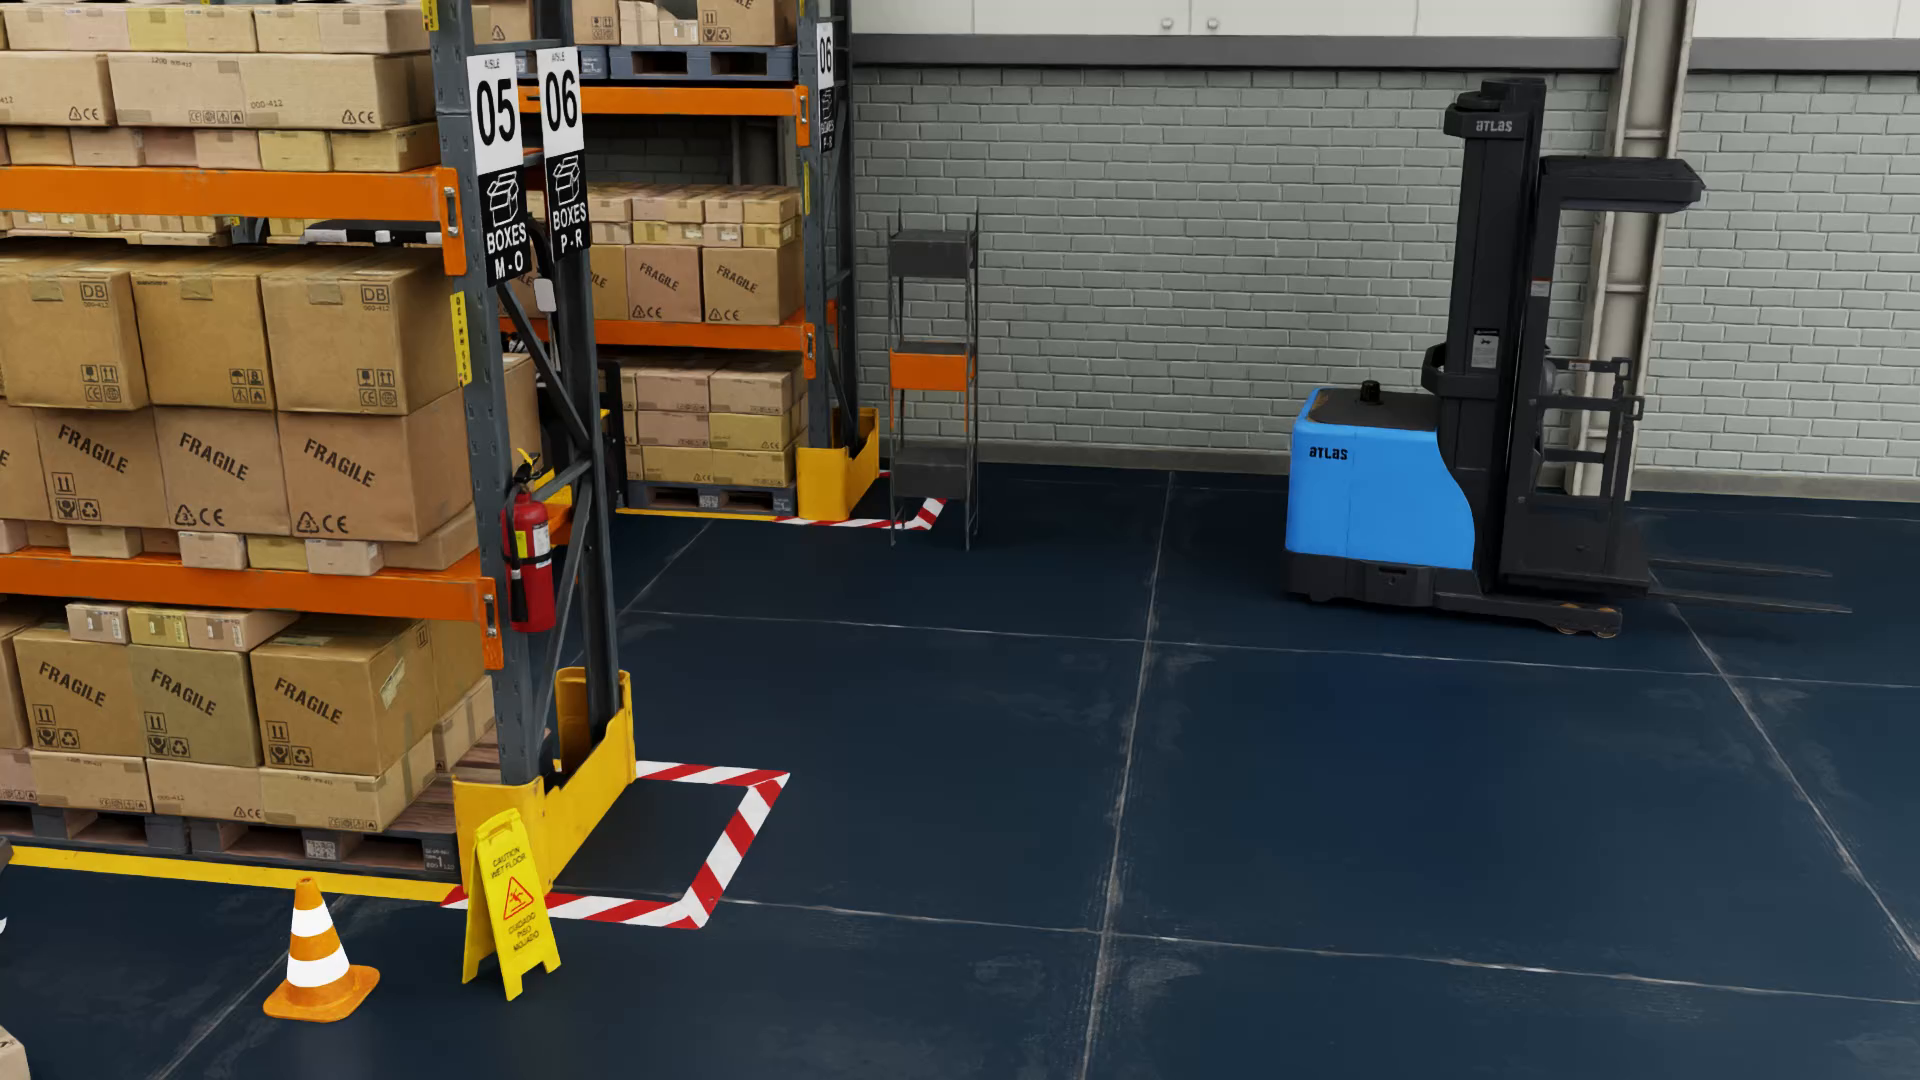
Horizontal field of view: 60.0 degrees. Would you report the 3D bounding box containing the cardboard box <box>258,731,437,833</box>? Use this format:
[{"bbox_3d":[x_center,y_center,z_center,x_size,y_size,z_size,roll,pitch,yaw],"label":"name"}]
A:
[{"bbox_3d":[-2.517,0.965,6.864,0.500,0.250,0.500,3,19,8],"label":"cardboard box"}]

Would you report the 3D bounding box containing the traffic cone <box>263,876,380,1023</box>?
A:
[{"bbox_3d":[-2.282,1.403,5.880,0.334,0.463,0.336,3,19,9],"label":"traffic cone"}]

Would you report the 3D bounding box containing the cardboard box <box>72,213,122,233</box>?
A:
[{"bbox_3d":[-5.962,-2.249,11.619,0.250,0.149,0.380,2,19,7],"label":"cardboard box"}]

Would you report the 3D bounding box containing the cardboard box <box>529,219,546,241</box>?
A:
[{"bbox_3d":[-2.758,-2.120,11.232,0.250,0.149,0.380,3,19,8],"label":"cardboard box"}]

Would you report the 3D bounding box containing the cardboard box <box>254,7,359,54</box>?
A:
[{"bbox_3d":[-2.282,-1.813,5.908,0.250,0.149,0.380,3,19,10],"label":"cardboard box"}]

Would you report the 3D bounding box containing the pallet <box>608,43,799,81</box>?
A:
[{"bbox_3d":[-1.563,-3.162,10.938,1.213,0.211,1.003,3,19,9],"label":"pallet"}]

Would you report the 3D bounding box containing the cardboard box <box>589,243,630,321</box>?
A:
[{"bbox_3d":[-2.413,-1.782,11.245,0.500,0.500,0.500,3,19,8],"label":"cardboard box"}]

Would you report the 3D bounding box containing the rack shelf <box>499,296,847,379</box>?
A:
[{"bbox_3d":[-2.844,-1.497,11.684,4.000,0.370,1.077,3,19,9],"label":"rack shelf"}]

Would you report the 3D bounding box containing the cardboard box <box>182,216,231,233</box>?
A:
[{"bbox_3d":[-5.191,-2.242,11.595,0.250,0.149,0.380,4,19,11],"label":"cardboard box"}]

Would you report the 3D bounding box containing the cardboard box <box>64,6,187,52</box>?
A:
[{"bbox_3d":[-3.019,-1.864,6.059,0.250,0.149,0.380,3,19,9],"label":"cardboard box"}]

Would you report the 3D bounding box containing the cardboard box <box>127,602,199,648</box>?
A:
[{"bbox_3d":[-3.106,0.289,6.678,0.250,0.149,0.380,3,19,10],"label":"cardboard box"}]

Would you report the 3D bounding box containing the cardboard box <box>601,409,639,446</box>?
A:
[{"bbox_3d":[-2.406,-0.845,11.483,0.500,0.250,0.500,2,19,7],"label":"cardboard box"}]

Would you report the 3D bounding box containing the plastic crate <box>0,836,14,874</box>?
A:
[{"bbox_3d":[-4.182,1.337,6.682,0.583,0.080,0.402,-3,19,-10],"label":"plastic crate"}]

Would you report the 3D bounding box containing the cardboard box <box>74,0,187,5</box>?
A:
[{"bbox_3d":[-5.572,-3.526,11.207,0.500,0.311,0.500,2,19,7],"label":"cardboard box"}]

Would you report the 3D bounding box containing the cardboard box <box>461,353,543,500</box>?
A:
[{"bbox_3d":[-2.076,-0.482,6.889,0.500,0.500,0.500,3,19,8],"label":"cardboard box"}]

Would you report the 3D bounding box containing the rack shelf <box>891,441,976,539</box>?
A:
[{"bbox_3d":[-0.163,-0.327,10.721,0.480,0.518,0.431,3,19,9],"label":"rack shelf"}]

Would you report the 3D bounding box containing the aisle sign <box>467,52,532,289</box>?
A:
[{"bbox_3d":[-1.637,-1.321,5.928,0.004,0.787,0.394,3,19,9],"label":"aisle sign"}]

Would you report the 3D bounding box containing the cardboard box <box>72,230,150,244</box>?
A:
[{"bbox_3d":[-5.853,-2.073,11.720,0.500,0.250,0.500,2,19,7],"label":"cardboard box"}]

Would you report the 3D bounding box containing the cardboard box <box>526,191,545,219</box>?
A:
[{"bbox_3d":[-2.771,-2.261,11.185,0.250,0.149,0.380,3,19,9],"label":"cardboard box"}]

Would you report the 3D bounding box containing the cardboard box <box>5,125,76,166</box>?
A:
[{"bbox_3d":[-3.309,-1.489,6.195,0.250,0.149,0.380,2,19,7],"label":"cardboard box"}]

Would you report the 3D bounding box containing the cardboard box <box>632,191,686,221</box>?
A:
[{"bbox_3d":[-2.001,-2.229,11.089,0.250,0.149,0.380,3,19,9],"label":"cardboard box"}]

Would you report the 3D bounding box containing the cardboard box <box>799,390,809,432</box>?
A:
[{"bbox_3d":[-1.300,-0.959,11.825,0.500,0.250,0.500,3,19,10],"label":"cardboard box"}]

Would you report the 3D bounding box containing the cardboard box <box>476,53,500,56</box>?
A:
[{"bbox_3d":[-2.107,-1.784,6.447,0.500,0.250,0.500,3,19,8],"label":"cardboard box"}]

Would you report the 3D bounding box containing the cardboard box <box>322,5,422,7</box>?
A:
[{"bbox_3d":[-2.222,-1.953,6.326,0.250,0.149,0.380,3,19,8],"label":"cardboard box"}]

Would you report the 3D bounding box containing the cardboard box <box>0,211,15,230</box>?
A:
[{"bbox_3d":[-6.731,-2.286,11.727,0.250,0.149,0.380,2,19,7],"label":"cardboard box"}]

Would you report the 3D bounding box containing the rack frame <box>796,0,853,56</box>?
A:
[{"bbox_3d":[-0.869,-4.583,10.317,0.127,3.000,1.000,3,19,9],"label":"rack frame"}]

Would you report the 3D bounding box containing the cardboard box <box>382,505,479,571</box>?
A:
[{"bbox_3d":[-2.056,-0.015,6.517,0.250,0.149,0.380,4,19,10],"label":"cardboard box"}]

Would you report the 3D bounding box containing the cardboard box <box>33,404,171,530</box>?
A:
[{"bbox_3d":[-3.219,-0.365,6.540,0.500,0.500,0.500,3,19,8],"label":"cardboard box"}]

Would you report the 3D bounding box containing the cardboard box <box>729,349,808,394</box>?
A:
[{"bbox_3d":[-1.313,-1.191,11.730,0.500,0.250,0.500,3,19,8],"label":"cardboard box"}]

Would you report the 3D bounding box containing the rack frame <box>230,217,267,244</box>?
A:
[{"bbox_3d":[-4.818,-1.939,11.871,0.127,3.000,1.000,3,19,9],"label":"rack frame"}]

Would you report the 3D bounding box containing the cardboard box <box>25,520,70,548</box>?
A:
[{"bbox_3d":[-3.562,-0.098,6.765,0.250,0.149,0.380,3,19,9],"label":"cardboard box"}]

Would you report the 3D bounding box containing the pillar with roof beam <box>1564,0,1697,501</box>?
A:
[{"bbox_3d":[3.828,-3.249,6.332,0.400,9.000,9.100,3,19,9],"label":"pillar with roof beam"}]

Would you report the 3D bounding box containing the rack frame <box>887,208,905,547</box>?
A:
[{"bbox_3d":[-0.404,-1.016,10.531,0.015,2.100,0.400,3,19,9],"label":"rack frame"}]

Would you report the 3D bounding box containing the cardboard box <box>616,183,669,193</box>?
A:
[{"bbox_3d":[-2.189,-2.373,11.518,0.250,0.149,0.380,4,19,10],"label":"cardboard box"}]

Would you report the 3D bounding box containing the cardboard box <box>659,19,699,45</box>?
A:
[{"bbox_3d":[-1.735,-3.234,10.591,0.250,0.149,0.380,2,19,7],"label":"cardboard box"}]

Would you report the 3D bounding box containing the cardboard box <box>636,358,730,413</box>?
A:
[{"bbox_3d":[-1.878,-1.056,11.329,0.500,0.250,0.500,3,19,10],"label":"cardboard box"}]

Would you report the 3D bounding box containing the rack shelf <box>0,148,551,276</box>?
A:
[{"bbox_3d":[-3.627,-1.364,6.560,4.000,0.370,1.077,3,19,9],"label":"rack shelf"}]

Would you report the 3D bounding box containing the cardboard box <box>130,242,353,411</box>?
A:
[{"bbox_3d":[-2.690,-0.830,6.355,0.500,0.500,0.700,3,19,9],"label":"cardboard box"}]

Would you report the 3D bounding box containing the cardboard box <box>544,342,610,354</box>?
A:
[{"bbox_3d":[-2.804,-1.271,11.970,0.500,0.250,0.500,3,19,8],"label":"cardboard box"}]

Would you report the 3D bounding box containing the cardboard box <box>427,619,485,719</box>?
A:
[{"bbox_3d":[-2.429,0.439,7.255,0.500,0.500,0.500,2,19,7],"label":"cardboard box"}]

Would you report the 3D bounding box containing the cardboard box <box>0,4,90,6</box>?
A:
[{"bbox_3d":[-3.708,-2.070,6.673,0.250,0.149,0.380,3,19,9],"label":"cardboard box"}]

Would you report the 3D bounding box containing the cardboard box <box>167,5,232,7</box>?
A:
[{"bbox_3d":[-2.955,-2.004,6.476,0.250,0.149,0.380,3,19,8],"label":"cardboard box"}]

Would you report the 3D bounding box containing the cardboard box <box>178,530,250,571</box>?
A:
[{"bbox_3d":[-2.832,-0.016,6.520,0.250,0.149,0.380,3,19,10],"label":"cardboard box"}]

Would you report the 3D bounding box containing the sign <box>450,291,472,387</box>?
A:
[{"bbox_3d":[-1.760,-0.709,5.870,0.005,0.325,0.100,3,19,9],"label":"sign"}]

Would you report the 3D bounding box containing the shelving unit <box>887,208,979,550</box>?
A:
[{"bbox_3d":[-0.163,-1.004,10.495,0.503,2.100,0.431,3,19,9],"label":"shelving unit"}]

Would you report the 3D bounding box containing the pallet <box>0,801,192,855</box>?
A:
[{"bbox_3d":[-3.725,1.022,7.416,1.213,0.211,1.003,3,19,9],"label":"pallet"}]

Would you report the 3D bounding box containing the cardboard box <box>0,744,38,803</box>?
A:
[{"bbox_3d":[-4.009,0.885,7.104,0.500,0.250,0.500,3,19,8],"label":"cardboard box"}]

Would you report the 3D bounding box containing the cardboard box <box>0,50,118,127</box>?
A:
[{"bbox_3d":[-3.210,-1.666,6.097,0.500,0.250,0.500,3,19,10],"label":"cardboard box"}]

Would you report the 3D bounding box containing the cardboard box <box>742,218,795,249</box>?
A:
[{"bbox_3d":[-1.256,-2.022,10.940,0.250,0.149,0.380,3,19,9],"label":"cardboard box"}]

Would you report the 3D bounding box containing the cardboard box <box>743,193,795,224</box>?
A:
[{"bbox_3d":[-1.256,-2.186,10.960,0.250,0.149,0.380,3,19,9],"label":"cardboard box"}]

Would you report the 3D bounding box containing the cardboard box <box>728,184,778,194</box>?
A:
[{"bbox_3d":[-1.419,-2.351,11.452,0.250,0.149,0.380,4,19,11],"label":"cardboard box"}]

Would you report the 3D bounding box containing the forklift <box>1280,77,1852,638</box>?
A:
[{"bbox_3d":[3.456,-1.037,9.283,3.031,2.935,1.130,6,19,17],"label":"forklift"}]

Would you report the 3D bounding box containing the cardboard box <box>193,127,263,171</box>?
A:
[{"bbox_3d":[-2.557,-1.442,6.055,0.250,0.149,0.380,3,19,10],"label":"cardboard box"}]

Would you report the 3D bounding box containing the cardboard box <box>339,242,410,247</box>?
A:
[{"bbox_3d":[-3.905,-1.861,11.481,0.500,0.500,0.500,3,19,10],"label":"cardboard box"}]

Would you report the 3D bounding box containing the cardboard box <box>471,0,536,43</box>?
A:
[{"bbox_3d":[-2.912,-3.526,10.904,0.637,0.503,0.797,4,19,10],"label":"cardboard box"}]

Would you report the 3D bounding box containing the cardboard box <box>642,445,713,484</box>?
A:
[{"bbox_3d":[-1.872,-0.586,11.497,0.500,0.250,0.500,3,19,9],"label":"cardboard box"}]

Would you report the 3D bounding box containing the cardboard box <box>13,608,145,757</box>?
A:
[{"bbox_3d":[-3.498,0.555,6.906,0.500,0.500,0.500,2,19,7],"label":"cardboard box"}]

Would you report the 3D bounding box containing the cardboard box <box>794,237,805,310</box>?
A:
[{"bbox_3d":[-1.314,-1.897,11.588,0.500,0.500,0.500,4,19,10],"label":"cardboard box"}]

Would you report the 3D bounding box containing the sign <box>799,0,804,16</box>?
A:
[{"bbox_3d":[-0.969,-3.373,10.159,0.005,0.325,0.100,3,19,9],"label":"sign"}]

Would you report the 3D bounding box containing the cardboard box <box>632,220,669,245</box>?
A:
[{"bbox_3d":[-2.002,-2.074,11.095,0.250,0.149,0.380,3,19,8],"label":"cardboard box"}]
